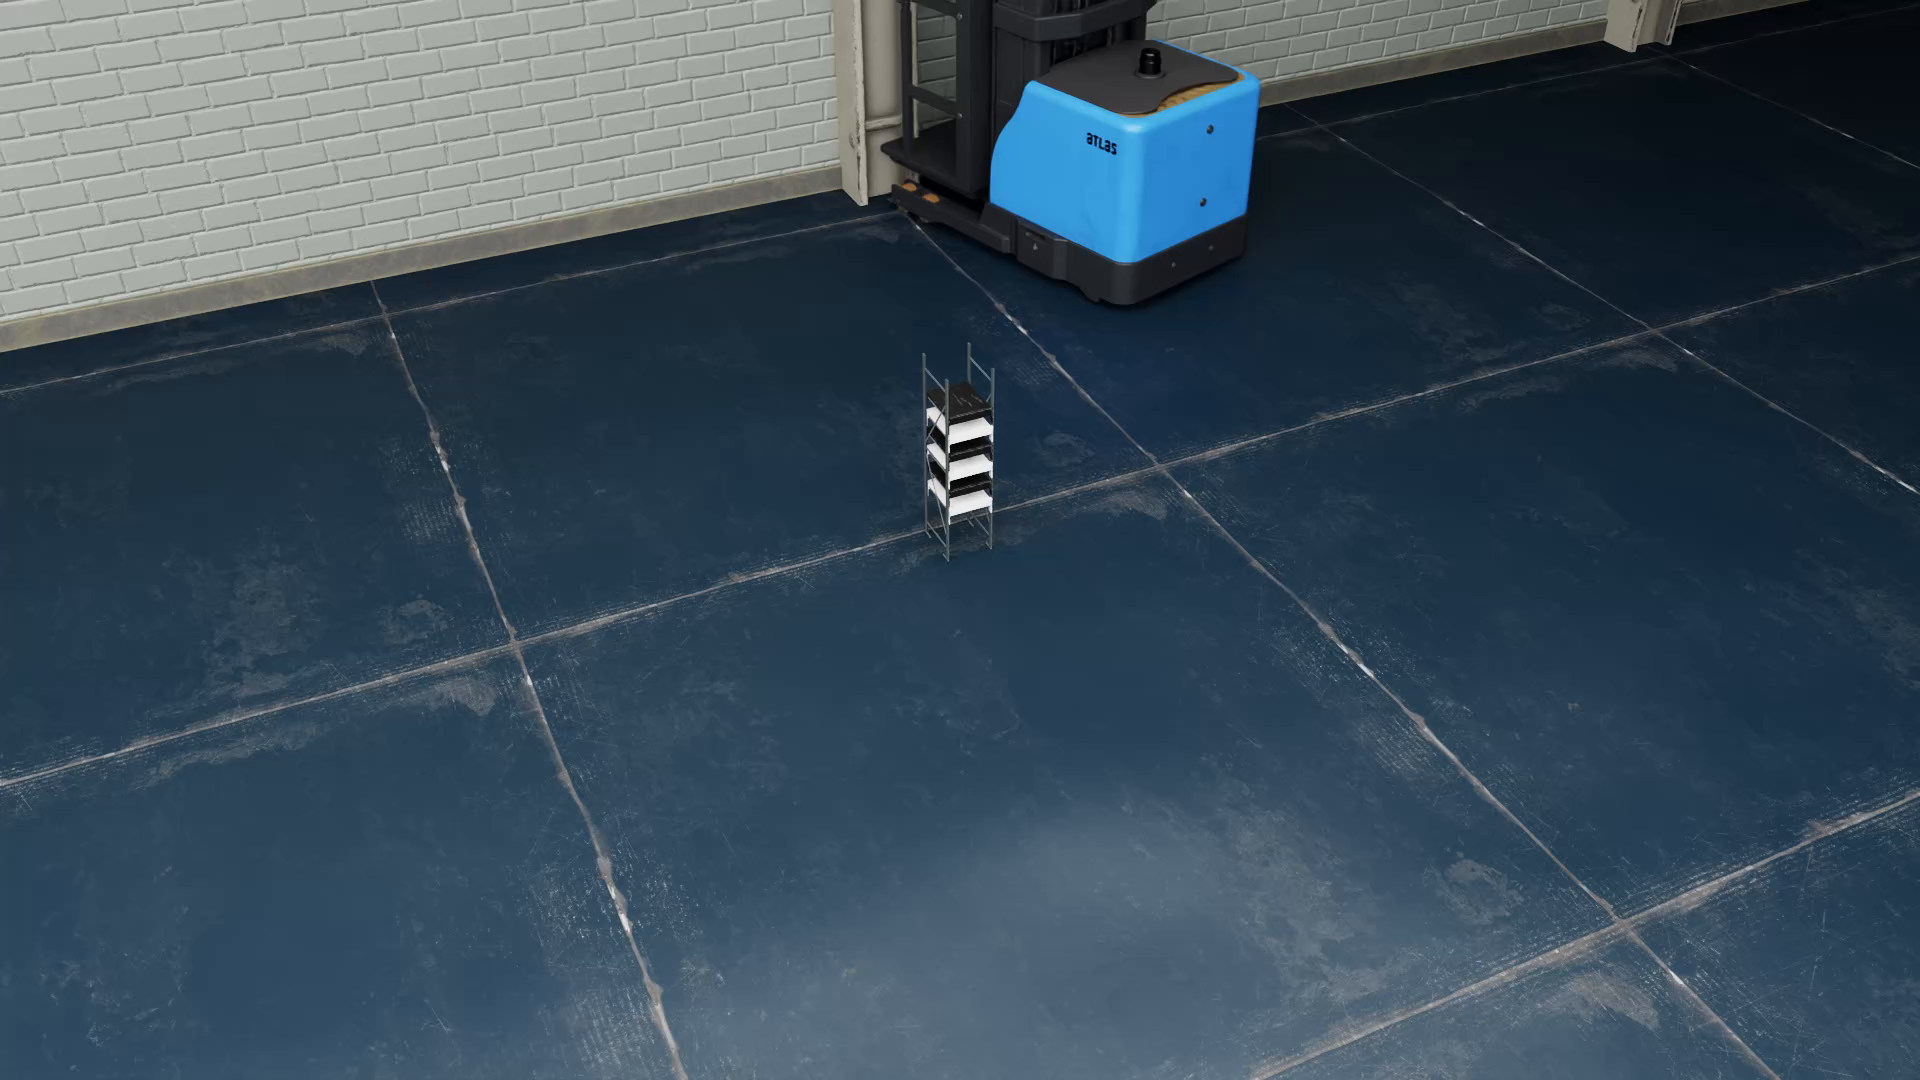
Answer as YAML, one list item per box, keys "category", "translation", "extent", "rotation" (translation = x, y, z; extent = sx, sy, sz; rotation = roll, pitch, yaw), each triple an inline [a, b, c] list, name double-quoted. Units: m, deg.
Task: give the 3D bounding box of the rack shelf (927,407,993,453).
- category: "rack shelf"
  translation: [-0.007, -0.477, 6.892]
  extent: [0.200, 0.077, 0.258]
  rotation: [-16, 39, -20]

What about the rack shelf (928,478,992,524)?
- category: "rack shelf"
  translation: [-0.007, -0.188, 7.106]
  extent: [0.200, 0.077, 0.258]
  rotation: [-16, 39, -20]

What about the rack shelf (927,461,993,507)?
- category: "rack shelf"
  translation: [-0.007, -0.260, 7.053]
  extent: [0.200, 0.077, 0.258]
  rotation: [-16, 39, -20]

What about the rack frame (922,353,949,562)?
- category: "rack frame"
  translation: [-0.099, -0.334, 6.944]
  extent: [0.006, 0.900, 0.240]
  rotation: [-16, 39, -20]

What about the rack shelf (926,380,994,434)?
- category: "rack shelf"
  translation: [-0.007, -0.549, 6.838]
  extent: [0.200, 0.077, 0.258]
  rotation: [-16, 39, -20]

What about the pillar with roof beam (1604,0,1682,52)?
- category: "pillar with roof beam"
  translation: [6.776, -4.942, 6.359]
  extent: [0.400, 9.000, 9.100]
  rotation: [-16, 39, -20]

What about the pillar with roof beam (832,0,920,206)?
- category: "pillar with roof beam"
  translation: [1.344, -3.423, 4.312]
  extent: [0.400, 9.000, 9.100]
  rotation: [-16, 39, -20]

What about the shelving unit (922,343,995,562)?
- category: "shelving unit"
  translation: [-0.007, -0.359, 6.979]
  extent: [0.210, 0.900, 0.258]
  rotation: [-16, 39, -20]

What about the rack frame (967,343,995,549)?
- category: "rack frame"
  translation: [0.085, -0.385, 7.014]
  extent: [0.006, 0.900, 0.240]
  rotation: [-16, 39, -20]

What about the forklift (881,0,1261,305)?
- category: "forklift"
  translation: [0.247, -3.217, 9.127]
  extent: [1.130, 2.935, 3.031]
  rotation: [-28, 45, -32]

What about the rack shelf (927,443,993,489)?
- category: "rack shelf"
  translation: [-0.007, -0.333, 6.999]
  extent: [0.200, 0.077, 0.258]
  rotation: [-16, 39, -20]

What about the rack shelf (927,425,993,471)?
- category: "rack shelf"
  translation: [-0.007, -0.405, 6.945]
  extent: [0.200, 0.077, 0.258]
  rotation: [-16, 39, -20]
